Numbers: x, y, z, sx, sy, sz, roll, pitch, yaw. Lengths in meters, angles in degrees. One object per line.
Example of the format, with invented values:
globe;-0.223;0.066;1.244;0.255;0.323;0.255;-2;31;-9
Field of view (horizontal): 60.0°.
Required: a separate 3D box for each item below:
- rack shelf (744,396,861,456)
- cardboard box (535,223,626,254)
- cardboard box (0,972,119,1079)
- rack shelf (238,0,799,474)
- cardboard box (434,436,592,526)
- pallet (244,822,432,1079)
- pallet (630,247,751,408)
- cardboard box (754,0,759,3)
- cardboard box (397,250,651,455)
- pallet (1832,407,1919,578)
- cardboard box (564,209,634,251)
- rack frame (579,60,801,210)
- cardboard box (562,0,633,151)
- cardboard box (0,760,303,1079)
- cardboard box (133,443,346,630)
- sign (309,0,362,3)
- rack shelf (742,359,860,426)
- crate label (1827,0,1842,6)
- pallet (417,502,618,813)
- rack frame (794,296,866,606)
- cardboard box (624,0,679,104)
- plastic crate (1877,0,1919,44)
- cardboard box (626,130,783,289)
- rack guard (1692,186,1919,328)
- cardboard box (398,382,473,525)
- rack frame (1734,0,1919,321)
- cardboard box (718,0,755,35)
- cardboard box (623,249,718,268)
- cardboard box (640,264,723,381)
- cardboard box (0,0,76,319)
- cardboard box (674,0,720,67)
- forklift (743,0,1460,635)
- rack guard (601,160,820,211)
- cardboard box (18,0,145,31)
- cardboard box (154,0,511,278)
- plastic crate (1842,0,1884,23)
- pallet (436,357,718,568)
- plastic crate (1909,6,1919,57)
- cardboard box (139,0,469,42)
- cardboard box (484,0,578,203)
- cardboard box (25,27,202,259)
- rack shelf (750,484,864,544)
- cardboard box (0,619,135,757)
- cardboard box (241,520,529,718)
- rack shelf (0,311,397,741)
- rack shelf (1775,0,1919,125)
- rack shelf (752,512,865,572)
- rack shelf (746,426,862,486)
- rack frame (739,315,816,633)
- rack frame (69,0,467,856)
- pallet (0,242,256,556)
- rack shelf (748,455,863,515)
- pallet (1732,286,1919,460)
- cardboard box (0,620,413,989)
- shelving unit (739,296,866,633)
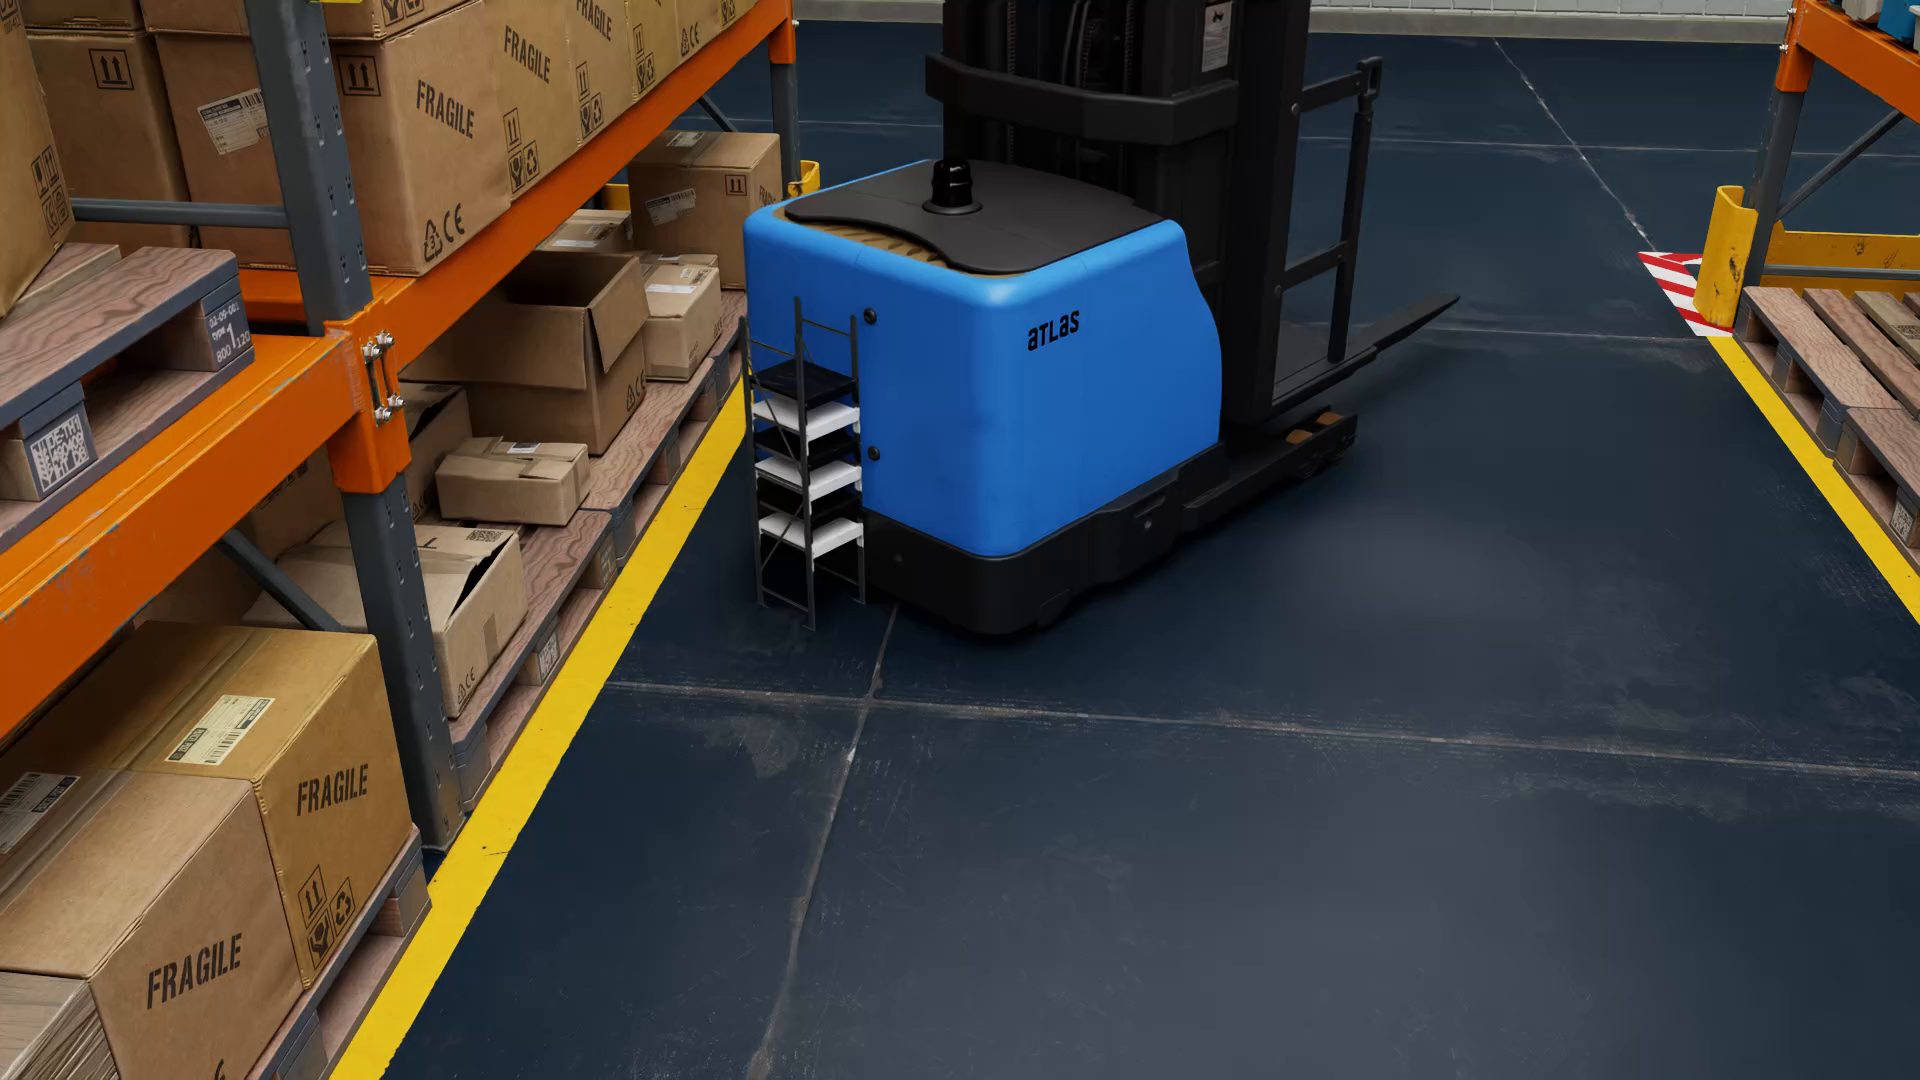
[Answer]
rack shelf;-0.436;-0.335;4.613;0.258;0.077;0.200;23;36;36
cardboard box;-1.607;-1.034;6.442;0.500;0.250;0.500;3;28;6
cardboard box;-1.594;0.981;2.438;0.500;0.500;0.500;4;29;7
rack shelf;-1.442;-1.267;5.199;1.077;0.370;4.000;3;28;6
cardboard box;-1.325;-0.182;4.948;0.380;0.166;0.250;3;28;6
pallet;-1.749;0.970;3.227;1.003;0.211;1.213;3;28;6
pallet;-1.303;-0.887;6.674;1.003;0.211;1.213;3;28;6
cardboard box;-0.982;-2.343;6.331;0.500;0.500;0.500;4;29;8
cardboard box;-1.462;-0.622;5.410;0.797;0.503;0.637;3;28;6
pallet;3.427;-0.050;5.120;1.003;0.211;1.213;3;28;6
cardboard box;-1.590;-1.287;7.018;0.380;0.149;0.250;3;28;6
rack frame;-1.197;-2.526;6.775;1.000;3.000;0.127;3;28;6
cardboard box;-1.231;-1.387;4.557;0.500;0.500;0.500;3;28;6
cardboard box;-1.532;0.745;2.876;0.500;0.500;0.500;3;29;6
cardboard box;-1.899;-0.021;4.297;0.500;0.500;0.500;3;28;6
sign;-1.136;-1.122;2.949;0.100;0.325;0.005;3;28;6
rack shelf;-0.436;-0.414;4.571;0.258;0.077;0.200;23;36;36
crate label;3.361;-2.092;6.083;0.416;0.233;0.303;3;28;6
pallet;-1.602;0.262;4.542;1.003;0.211;1.213;3;28;6
rack frame;-0.368;-0.242;4.750;0.240;0.900;0.006;23;36;36
cardboard box;-1.171;-1.627;5.002;0.500;0.500;0.500;3;28;5
plastic crate;3.281;-1.782;5.508;0.416;0.233;0.300;3;28;6
cardboard box;-1.019;-1.349;6.762;0.500;0.500;0.500;3;28;6
rack guard;3.708;-1.148;6.853;1.175;0.500;0.348;3;28;6
cardboard box;-1.807;-0.290;4.998;0.500;0.311;0.500;3;28;6
rack frame;3.718;-2.236;6.238;1.000;3.000;0.127;3;28;6
cardboard box;-1.042;-2.099;5.877;0.500;0.500;0.500;4;29;7
cardboard box;-1.158;-1.016;6.497;0.380;0.166;0.250;3;28;6
cardboard box;-1.166;-0.793;5.995;0.500;0.250;0.500;3;28;6
cardboard box;-1.967;-0.662;2.767;0.700;0.500;0.500;-6;29;-11
cardboard box;-1.109;-1.864;5.442;0.500;0.500;0.500;4;29;7
forklift;0.724;-1.642;5.207;1.130;2.935;3.031;23;36;36
rack guard;-1.207;-1.389;7.302;1.175;0.500;0.348;3;28;6
cardboard box;-1.882;-1.380;3.489;0.500;0.500;0.500;3;29;6
cardboard box;-1.354;-0.911;3.673;0.500;0.500;0.500;4;29;8
plastic crate;3.240;-1.903;5.835;0.250;0.136;0.298;3;28;6
pallet;-1.455;-0.314;5.611;1.003;0.211;1.213;3;28;6
plastic crate;3.157;-1.584;5.242;0.250;0.136;0.298;3;28;6
cardboard box;-1.350;-1.332;3.401;0.500;0.500;0.500;4;29;8
cardboard box;-1.295;-1.152;4.120;0.500;0.500;0.500;4;29;7
cardboard box;-1.881;-0.937;3.721;0.500;0.500;0.500;4;29;7
rack shelf;-0.436;-0.097;4.741;0.258;0.077;0.200;23;36;36
cardboard box;-1.988;0.478;3.373;0.500;0.500;0.500;2;28;4
cardboard box;-1.421;0.162;4.157;0.500;0.311;0.500;3;28;6
rack shelf;-1.932;0.615;1.704;1.077;0.370;4.000;3;28;6
rack shelf;3.473;-0.978;4.661;1.077;0.370;4.000;3;28;6
rack shelf;-0.436;-0.018;4.784;0.258;0.077;0.200;23;36;36
rack shelf;-0.436;-0.256;4.656;0.258;0.077;0.200;23;36;36
rack frame;-0.504;-0.170;4.616;0.240;0.900;0.006;23;36;36
rack frame;-1.687;-0.643;3.280;1.000;3.000;0.127;3;28;6
pallet;-1.894;-0.188;2.640;1.003;0.211;1.213;3;28;6
rack shelf;-0.436;-0.176;4.699;0.258;0.077;0.200;23;36;36
pallet;3.579;-0.622;6.183;1.003;0.211;1.213;3;28;6
cardboard box;-1.463;0.513;3.307;0.500;0.500;0.500;3;28;6
shelving unit;-0.436;-0.206;4.683;0.258;0.900;0.210;23;36;36
